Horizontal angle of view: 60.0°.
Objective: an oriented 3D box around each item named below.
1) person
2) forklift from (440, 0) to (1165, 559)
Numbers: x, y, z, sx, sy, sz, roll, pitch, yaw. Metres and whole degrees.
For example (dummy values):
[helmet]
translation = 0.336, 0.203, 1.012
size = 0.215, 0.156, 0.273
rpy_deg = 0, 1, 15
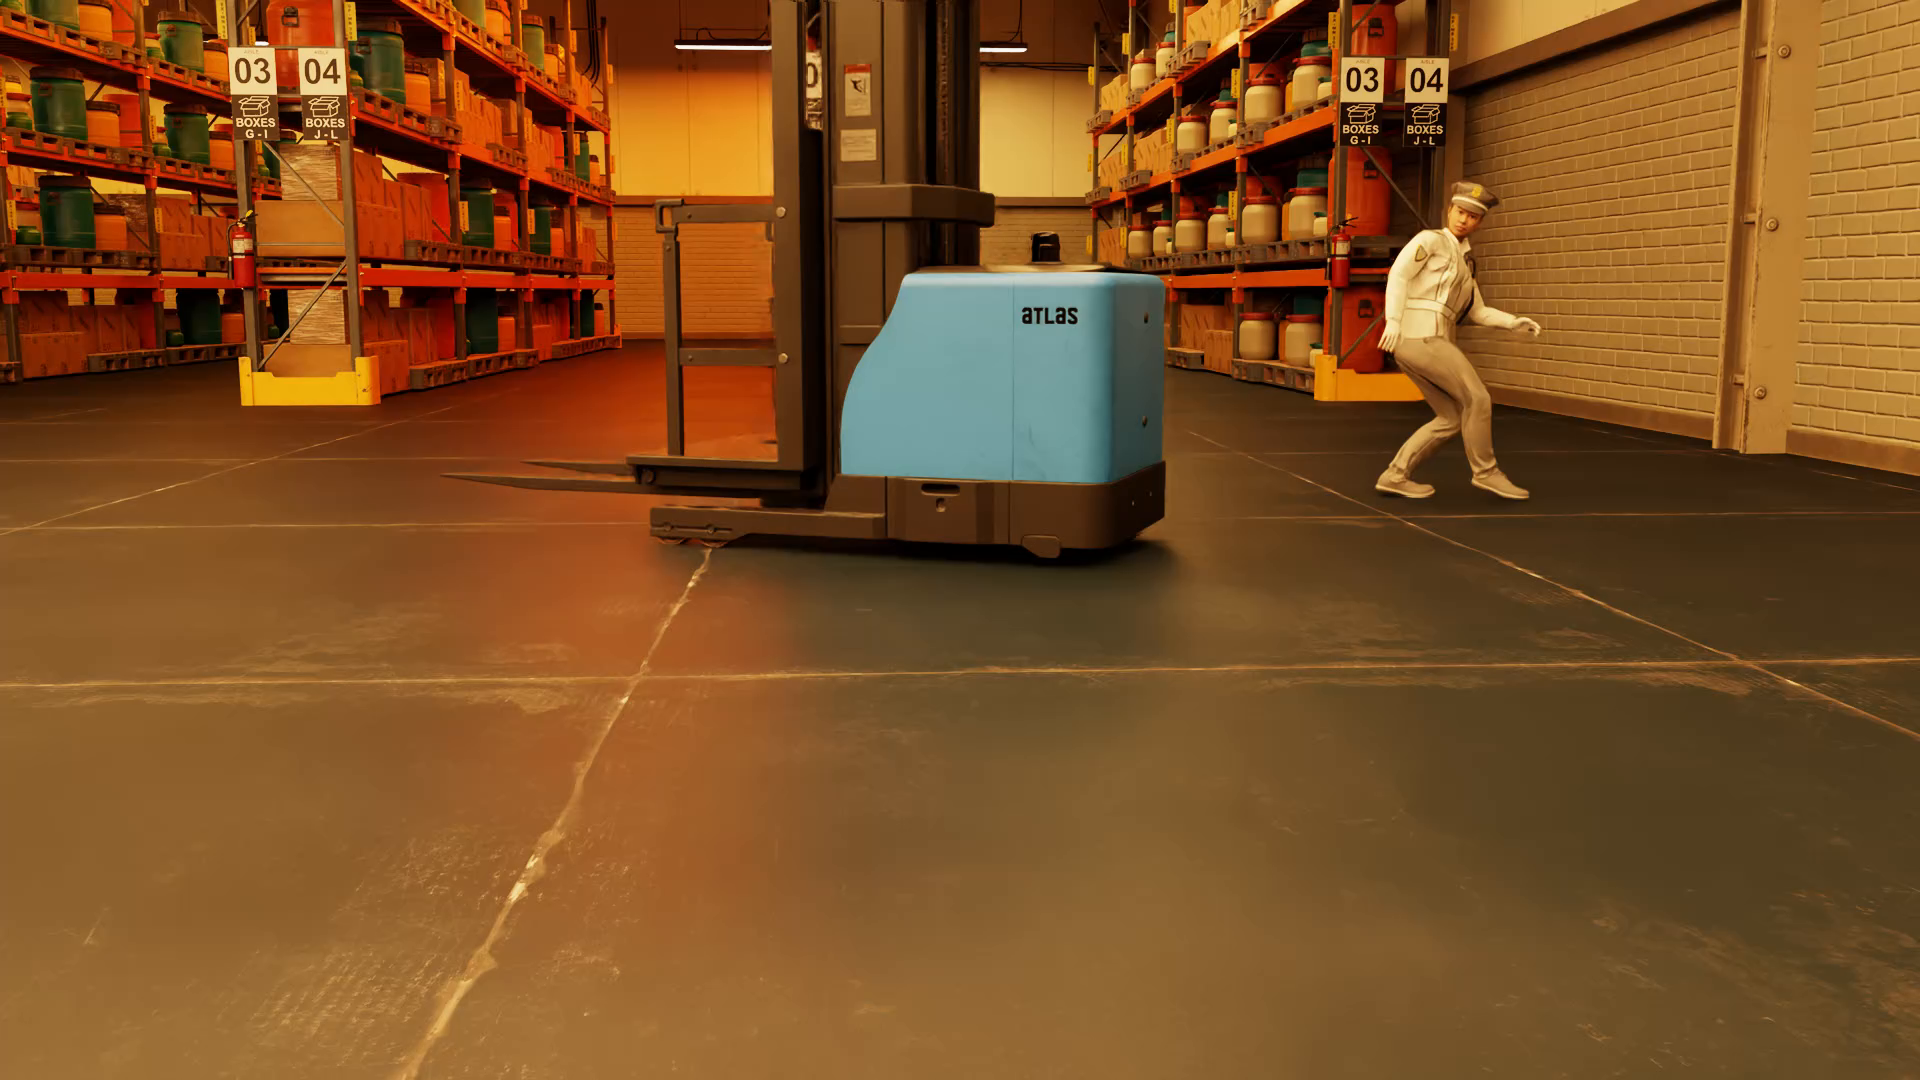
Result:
[person]
translation = 2.410, -0.948, 8.021
size = 0.736, 1.535, 0.709
rpy_deg = 3, 9, 20
[forklift]
translation = -0.718, -1.486, 6.841
size = 3.031, 2.935, 1.130
rpy_deg = 3, 9, 19
